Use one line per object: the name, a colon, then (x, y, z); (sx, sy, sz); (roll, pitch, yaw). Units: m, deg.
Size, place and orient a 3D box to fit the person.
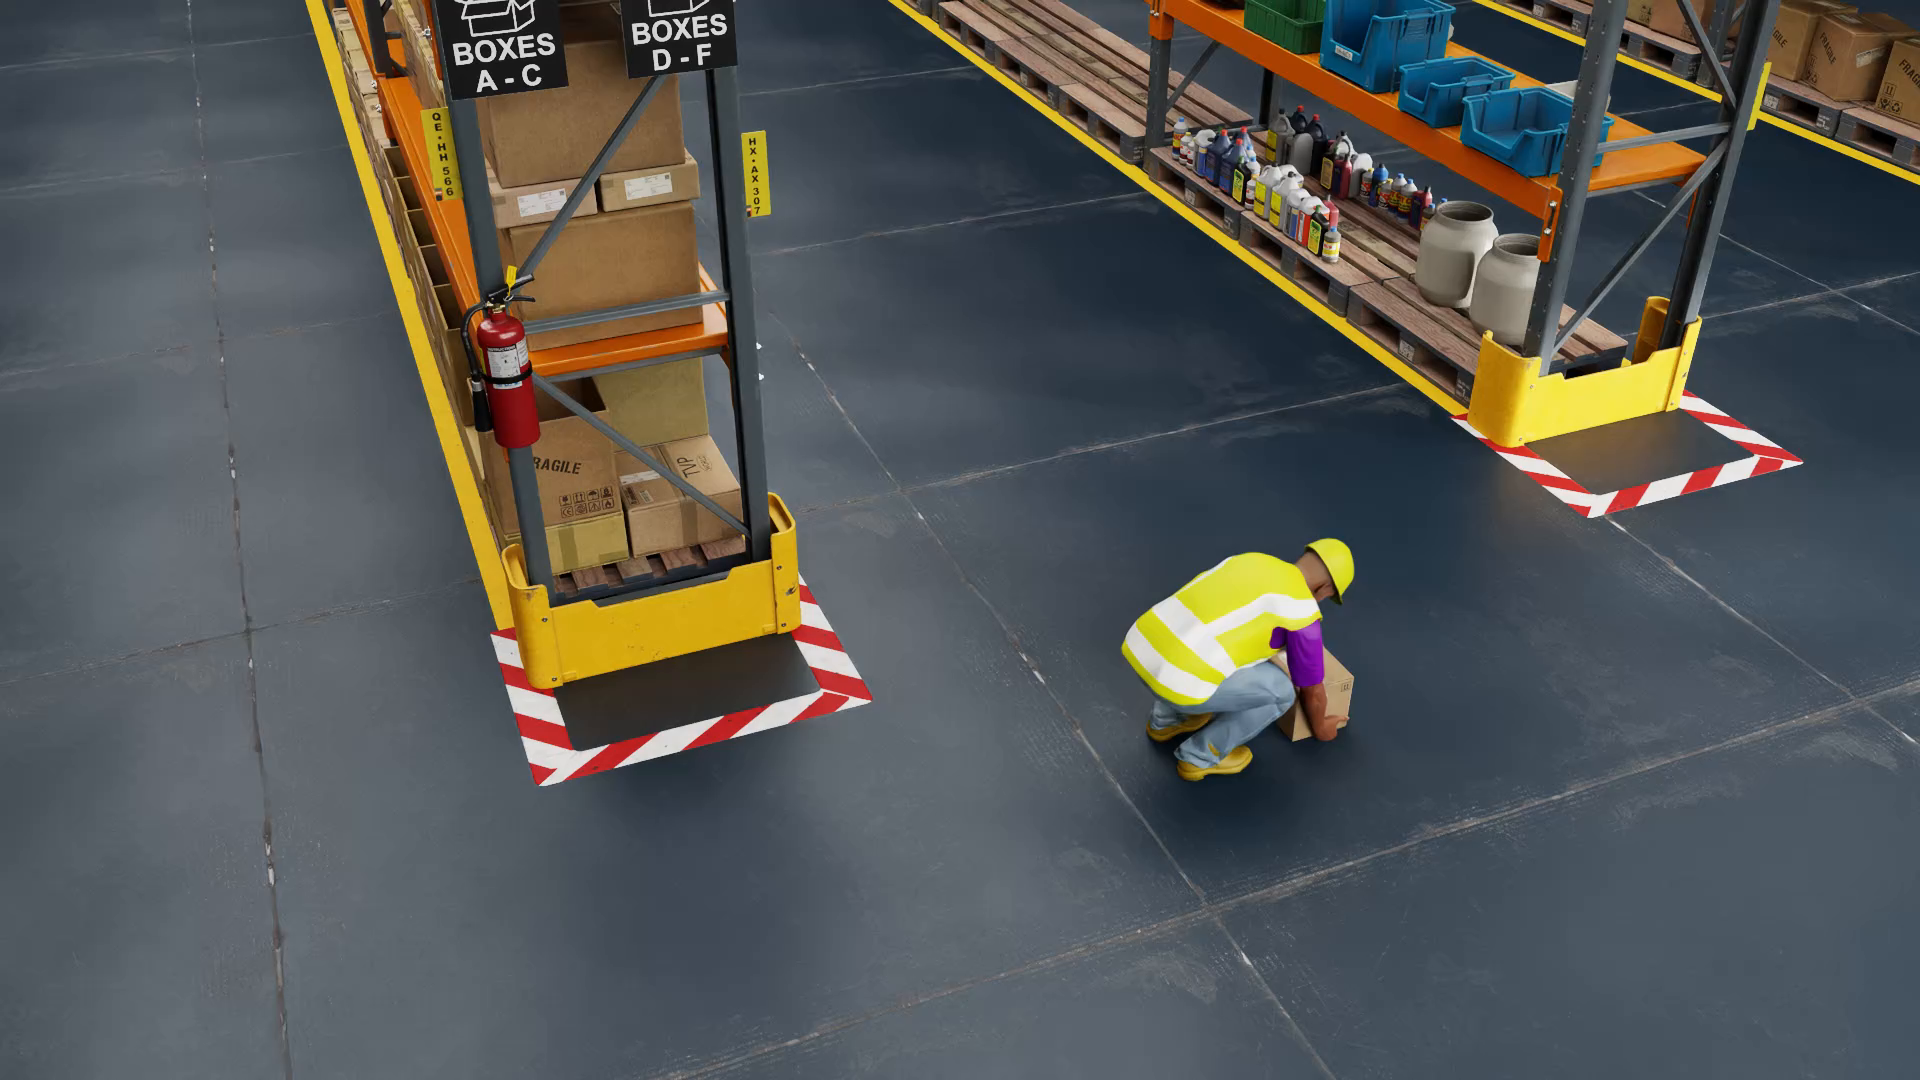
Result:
person: (1.070, 0.446, 6.365); (0.955, 0.825, 0.529); (-14, 36, -20)
